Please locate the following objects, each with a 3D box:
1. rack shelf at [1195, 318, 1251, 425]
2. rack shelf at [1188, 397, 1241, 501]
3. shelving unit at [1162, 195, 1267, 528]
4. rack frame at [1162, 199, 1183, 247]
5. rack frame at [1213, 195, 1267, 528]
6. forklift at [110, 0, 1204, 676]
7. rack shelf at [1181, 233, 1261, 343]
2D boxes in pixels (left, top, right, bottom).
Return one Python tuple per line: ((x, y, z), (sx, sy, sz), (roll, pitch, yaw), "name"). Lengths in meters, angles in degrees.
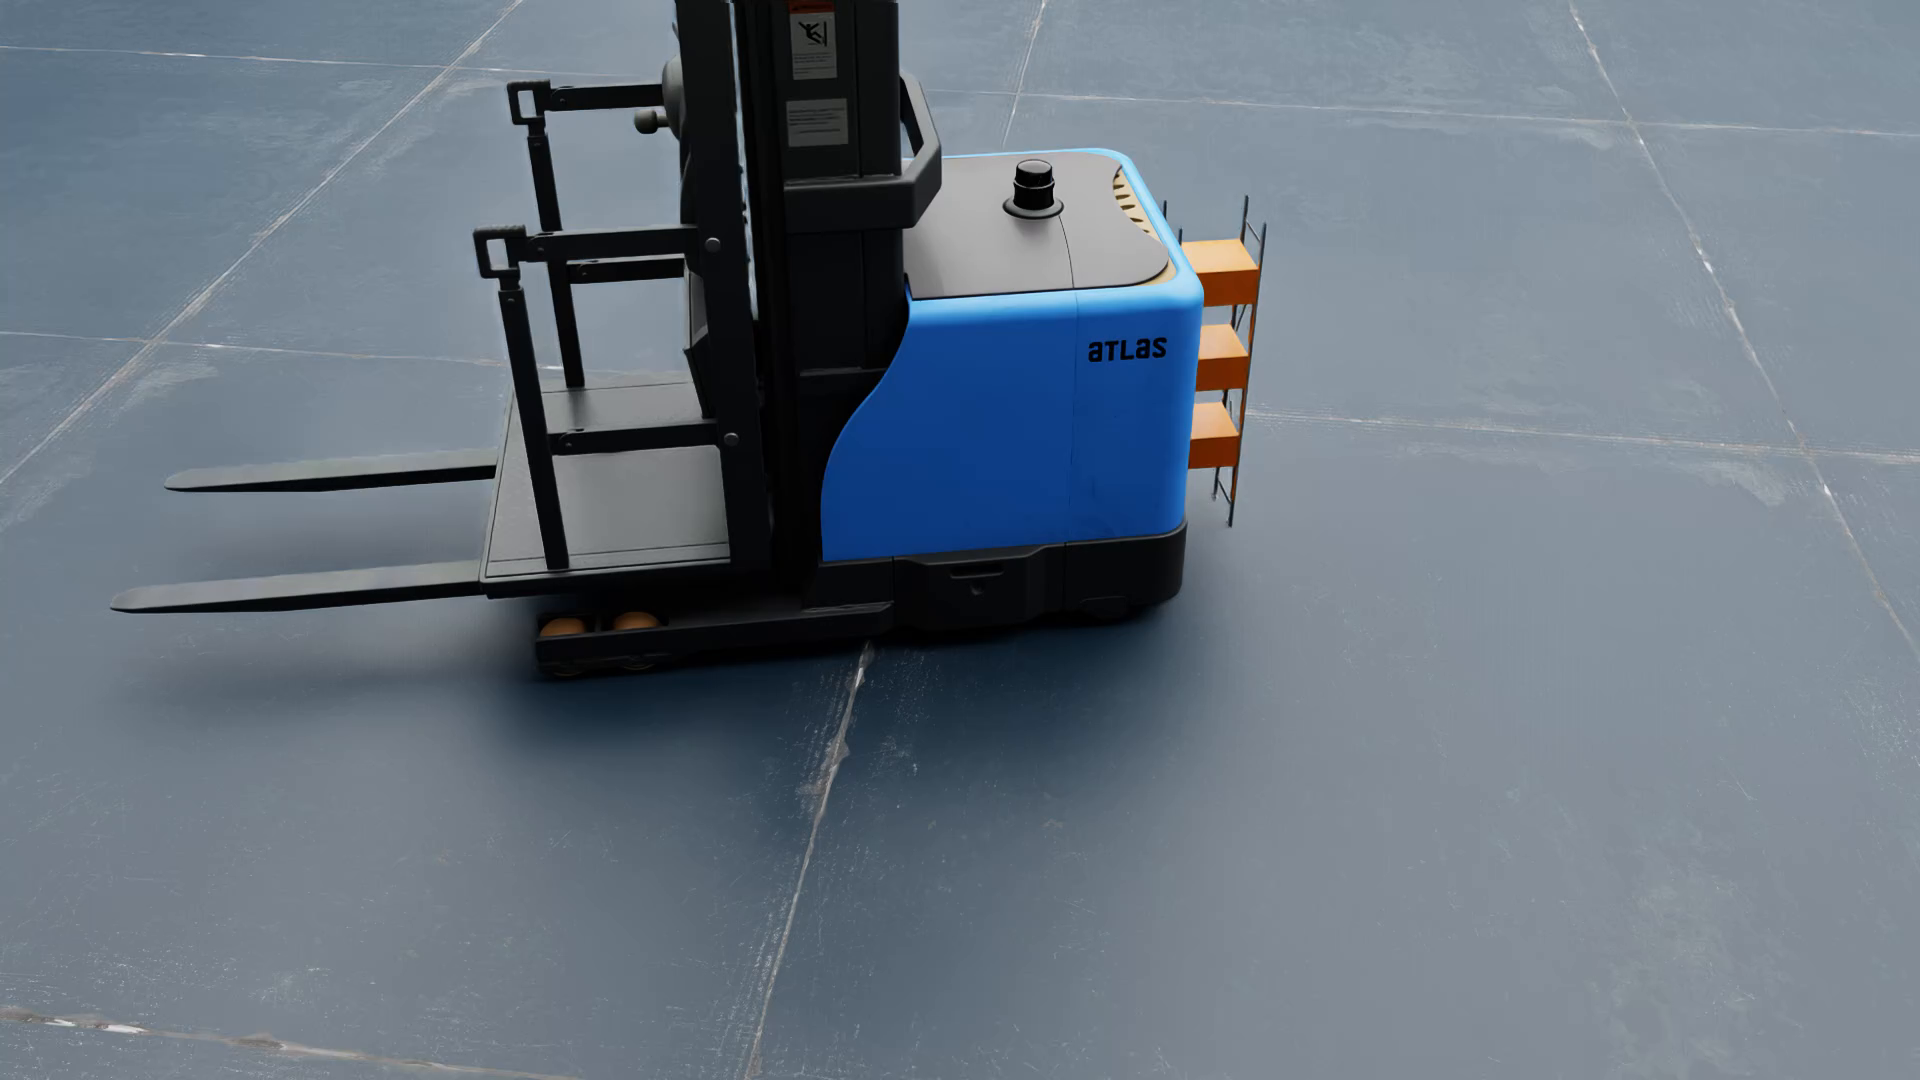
((0.729, -0.505, 5.073), (0.240, 0.259, 0.215), (-5, 36, -6), "rack shelf")
((0.729, -0.279, 5.234), (0.240, 0.259, 0.215), (-5, 36, -6), "rack shelf")
((0.729, -0.514, 5.066), (0.252, 1.050, 0.215), (-5, 36, -6), "shelving unit")
((0.608, -0.504, 5.053), (0.008, 1.050, 0.200), (-5, 36, -6), "rack frame")
((0.850, -0.524, 5.080), (0.008, 1.050, 0.200), (-5, 36, -6), "rack frame")
((-0.900, -1.136, 4.319), (3.031, 2.935, 1.130), (-5, 36, -6), "forklift")
((0.729, -0.736, 4.908), (0.240, 0.259, 0.215), (-5, 36, -6), "rack shelf")
